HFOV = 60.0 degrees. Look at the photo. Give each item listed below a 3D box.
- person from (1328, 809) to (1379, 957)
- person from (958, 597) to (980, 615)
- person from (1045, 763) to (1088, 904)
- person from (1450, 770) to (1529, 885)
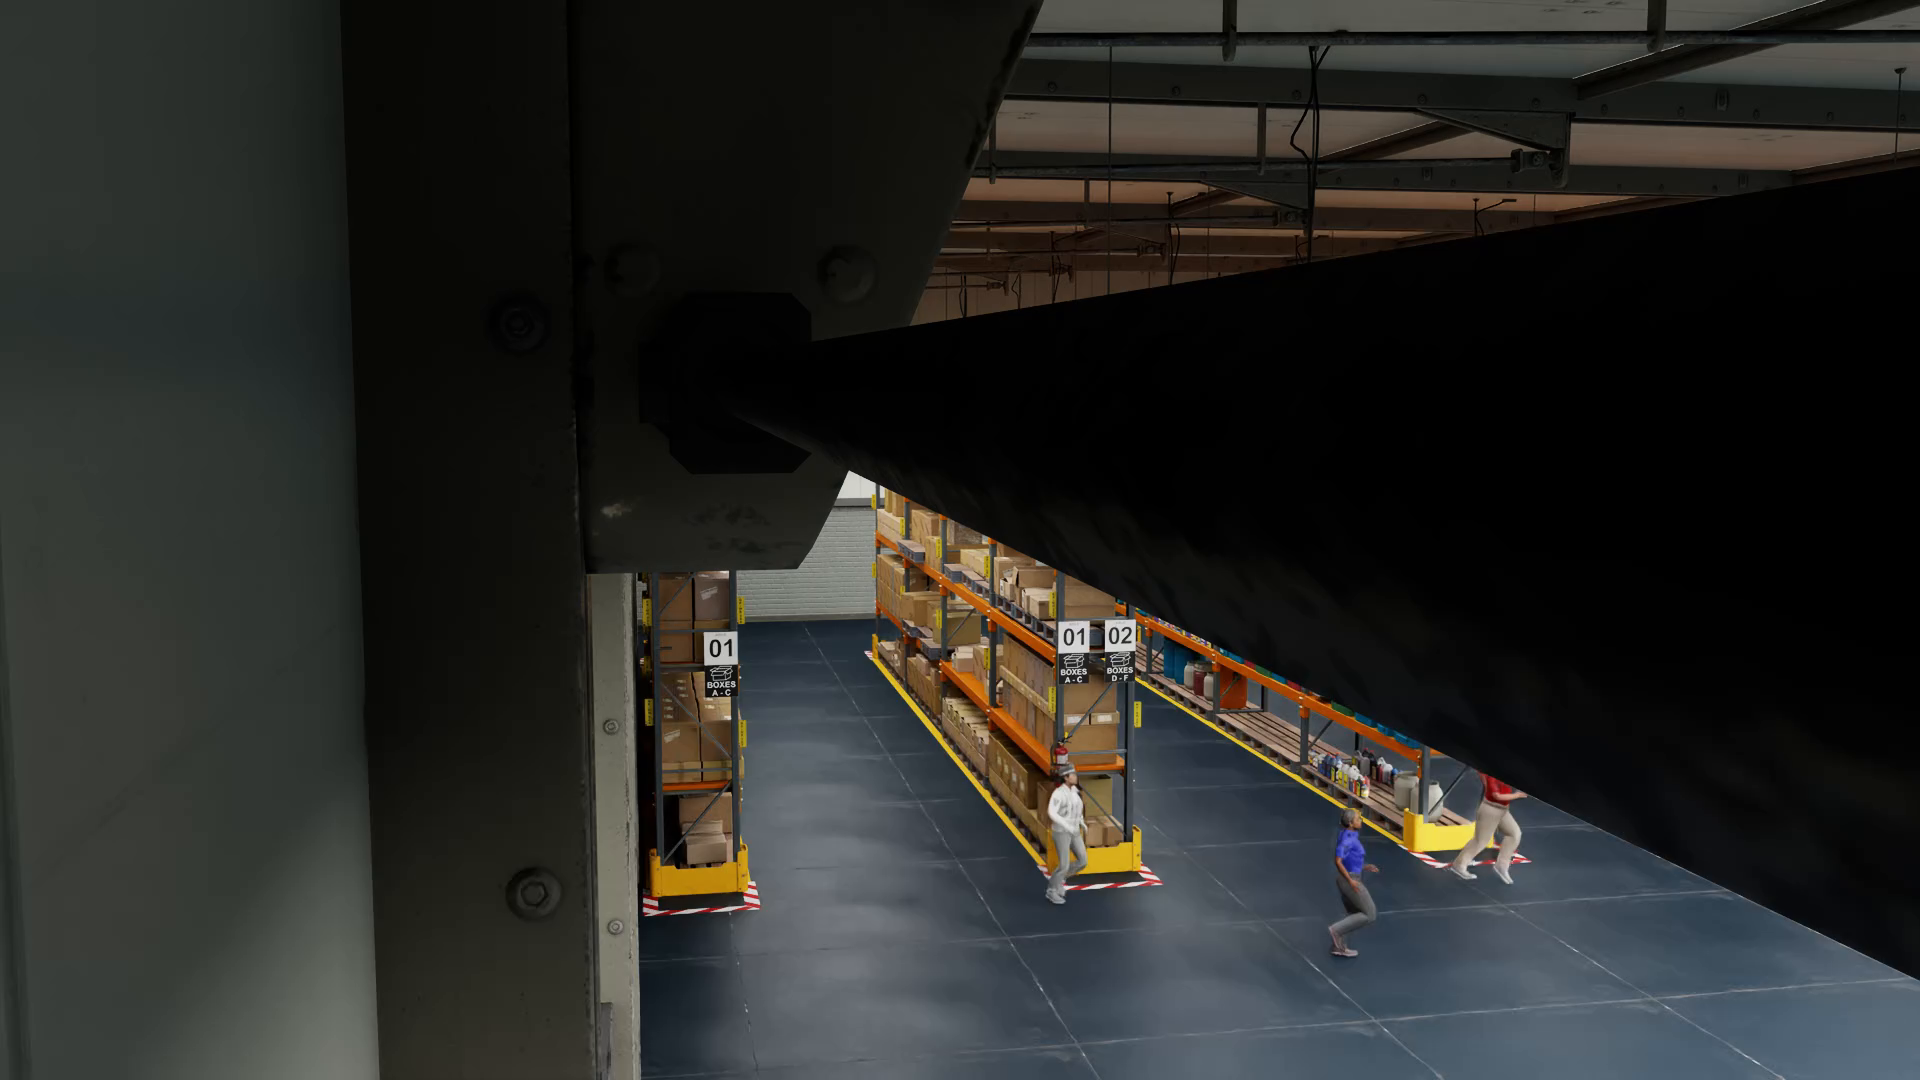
[{"bbox_3d":[4.241,3.697,17.901,0.552,1.614,0.571,0,6,5],"label":"person"},{"bbox_3d":[0.181,1.723,37.131,0.497,1.629,0.654,4,7,37],"label":"person"},{"bbox_3d":[1.318,3.484,19.812,0.488,1.649,0.689,5,8,40],"label":"person"},{"bbox_3d":[6.553,3.385,20.483,0.910,1.775,0.675,3,7,26],"label":"person"}]
